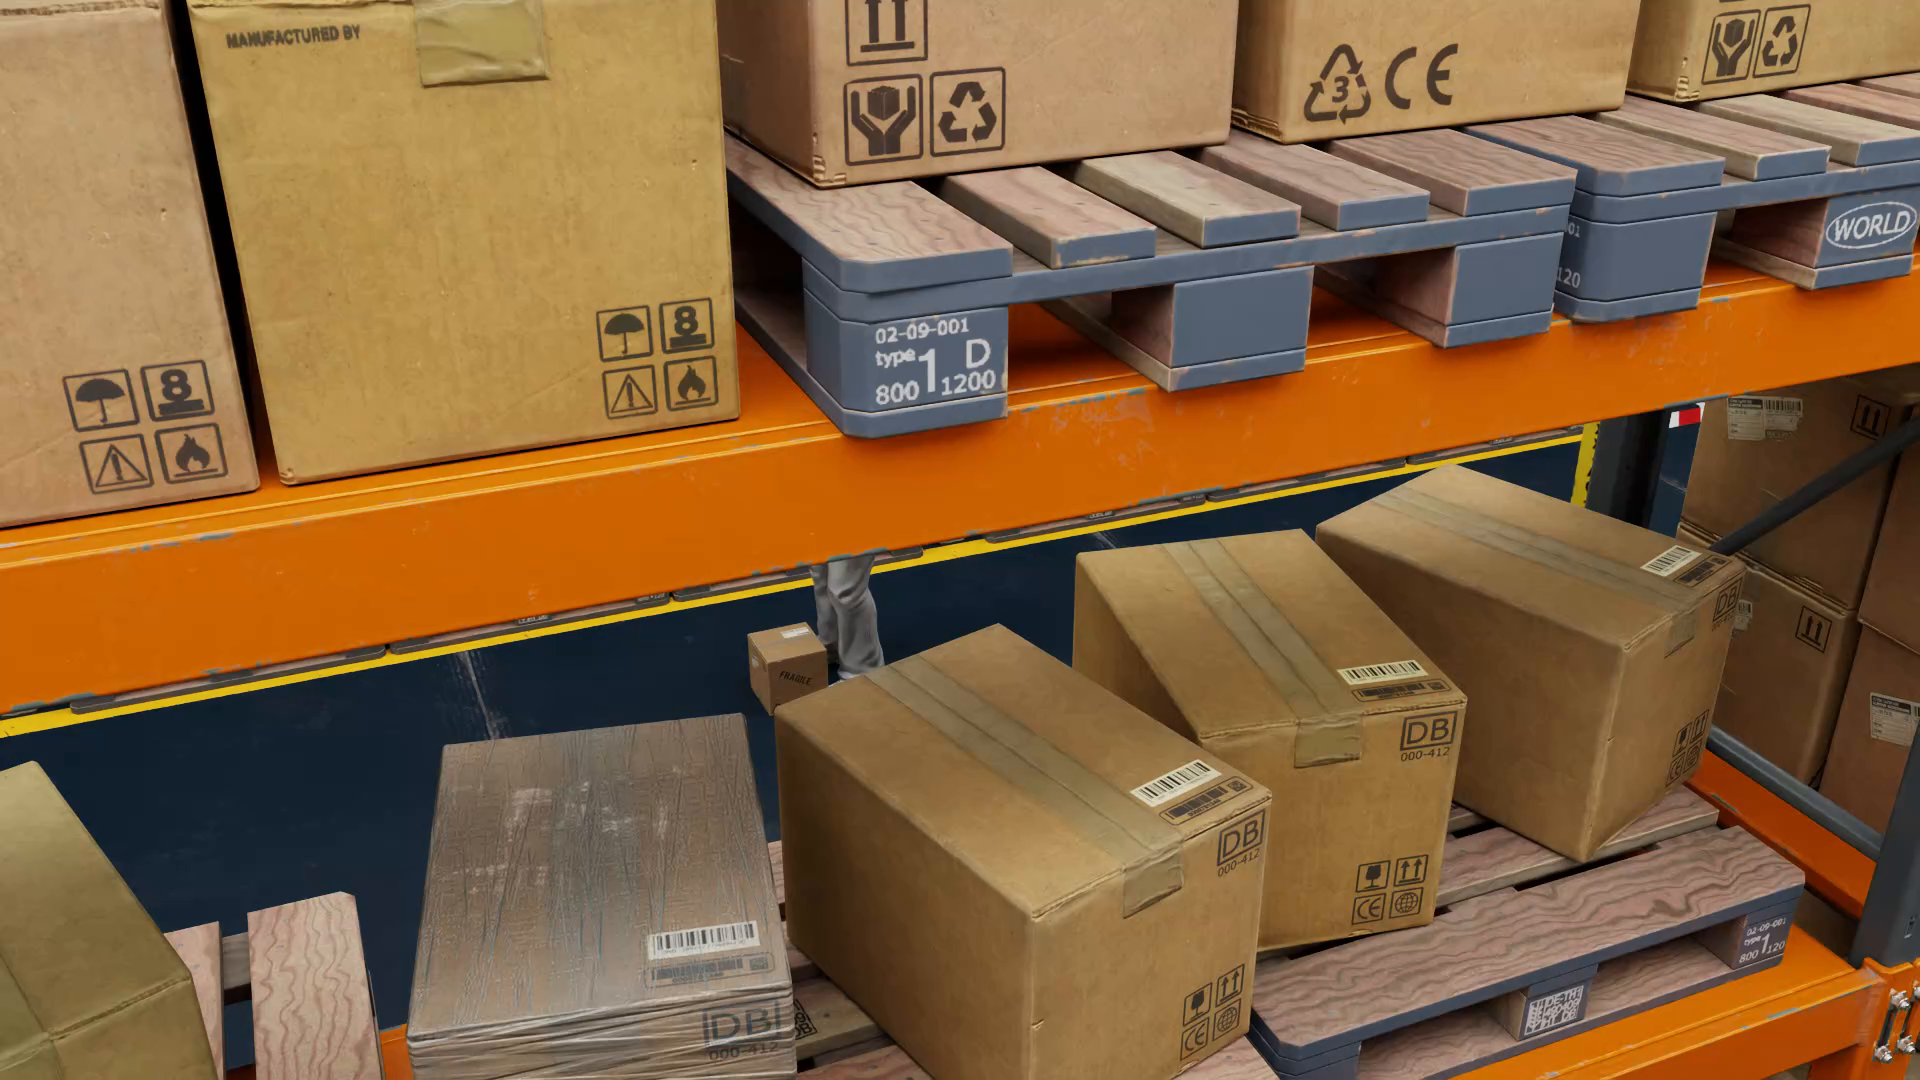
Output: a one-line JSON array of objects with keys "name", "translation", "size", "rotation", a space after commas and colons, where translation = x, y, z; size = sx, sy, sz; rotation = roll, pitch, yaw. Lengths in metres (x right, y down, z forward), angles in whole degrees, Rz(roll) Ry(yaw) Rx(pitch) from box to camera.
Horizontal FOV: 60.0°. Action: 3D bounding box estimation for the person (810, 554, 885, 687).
[{"name": "person", "translation": [-0.464, -0.156, 6.462], "size": [0.362, 1.648, 0.514], "rotation": [-12, 29, -24]}]
